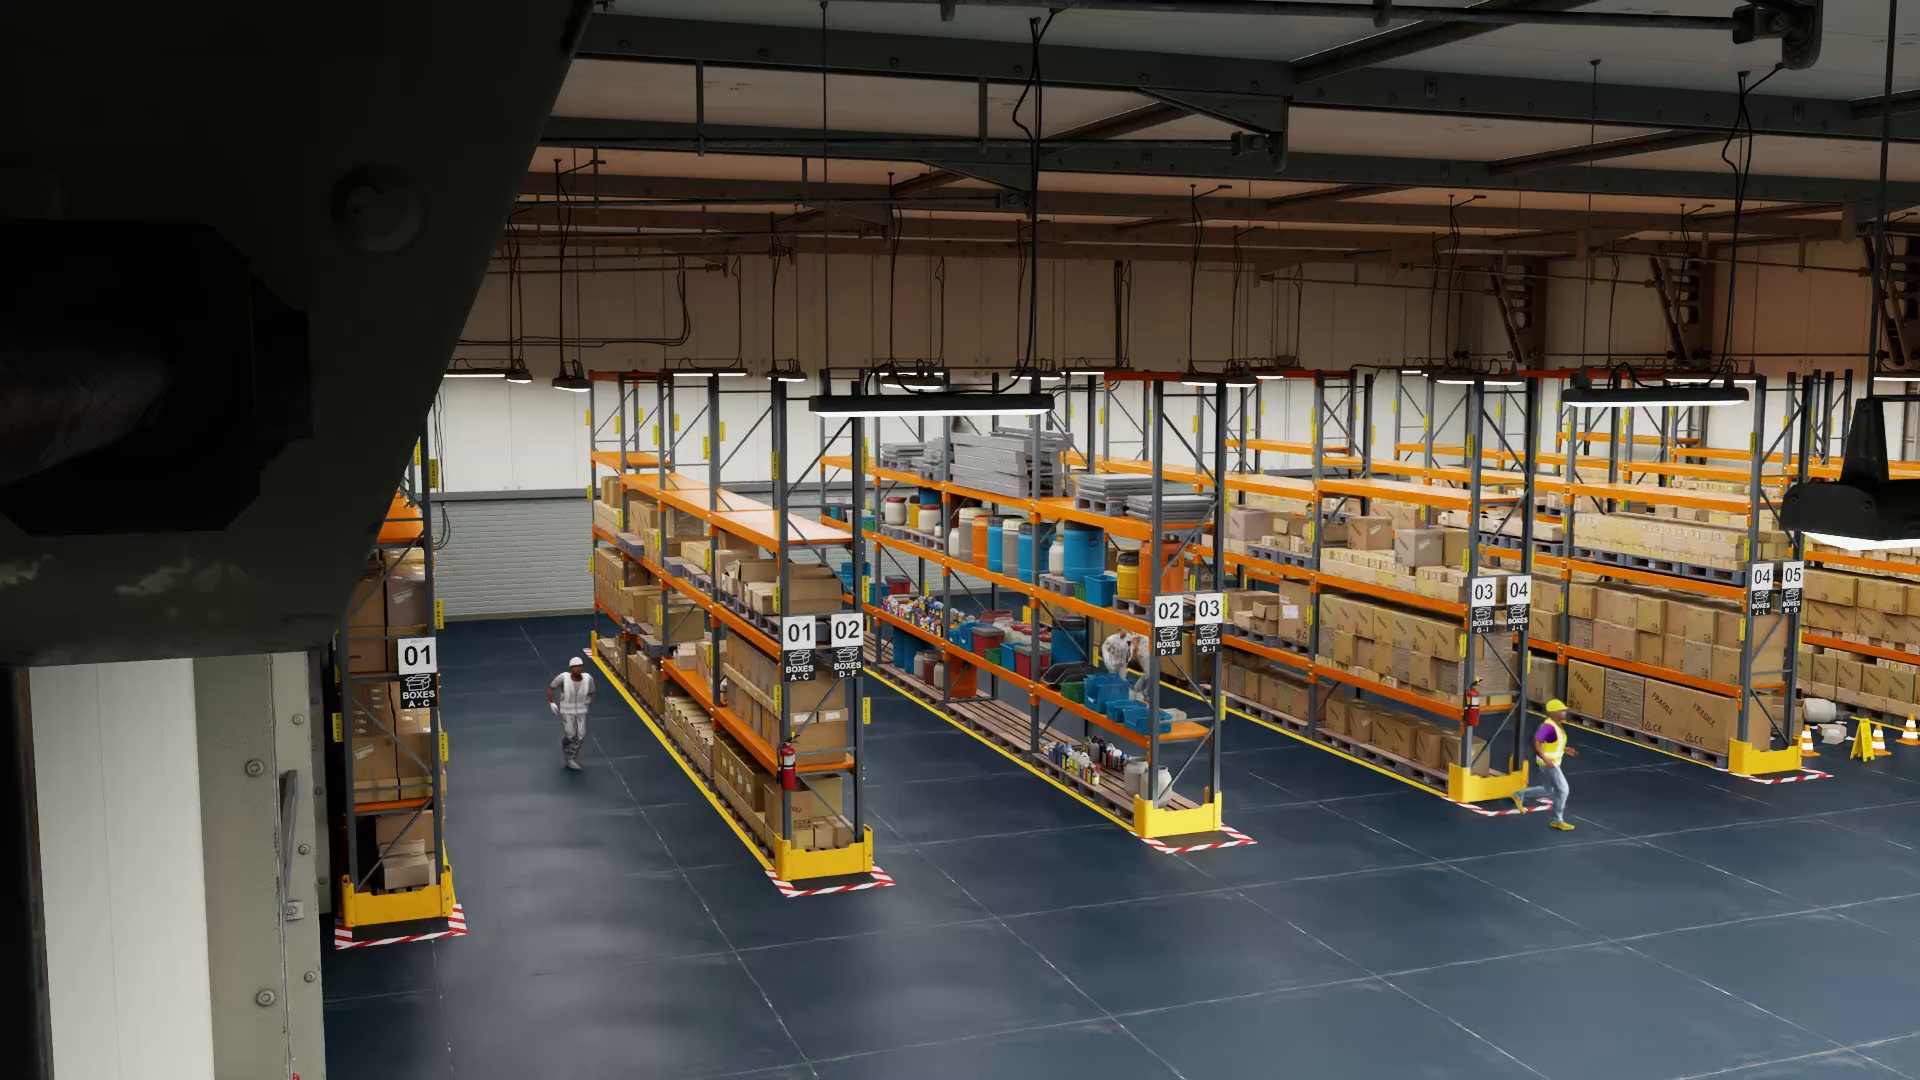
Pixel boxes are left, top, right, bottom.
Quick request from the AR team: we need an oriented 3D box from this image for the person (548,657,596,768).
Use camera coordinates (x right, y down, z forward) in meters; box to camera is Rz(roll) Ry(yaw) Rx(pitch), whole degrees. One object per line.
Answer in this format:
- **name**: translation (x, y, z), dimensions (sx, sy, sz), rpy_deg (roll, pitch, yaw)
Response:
- **person**: translation (-5.864, 2.642, 25.335), dimensions (0.670, 1.729, 0.617), rpy_deg (-3, 7, -28)

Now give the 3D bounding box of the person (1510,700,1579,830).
- **person**: translation (7.830, 2.991, 22.307), dimensions (0.850, 1.740, 0.681), rpy_deg (3, 7, 25)

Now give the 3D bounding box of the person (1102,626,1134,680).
- **person**: translation (2.793, 2.232, 29.837), dimensions (0.591, 1.630, 0.798), rpy_deg (-3, 7, -24)

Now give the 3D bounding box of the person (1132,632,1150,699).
- **person**: translation (3.488, 2.122, 30.445), dimensions (0.586, 1.634, 0.576), rpy_deg (-2, 7, -20)
